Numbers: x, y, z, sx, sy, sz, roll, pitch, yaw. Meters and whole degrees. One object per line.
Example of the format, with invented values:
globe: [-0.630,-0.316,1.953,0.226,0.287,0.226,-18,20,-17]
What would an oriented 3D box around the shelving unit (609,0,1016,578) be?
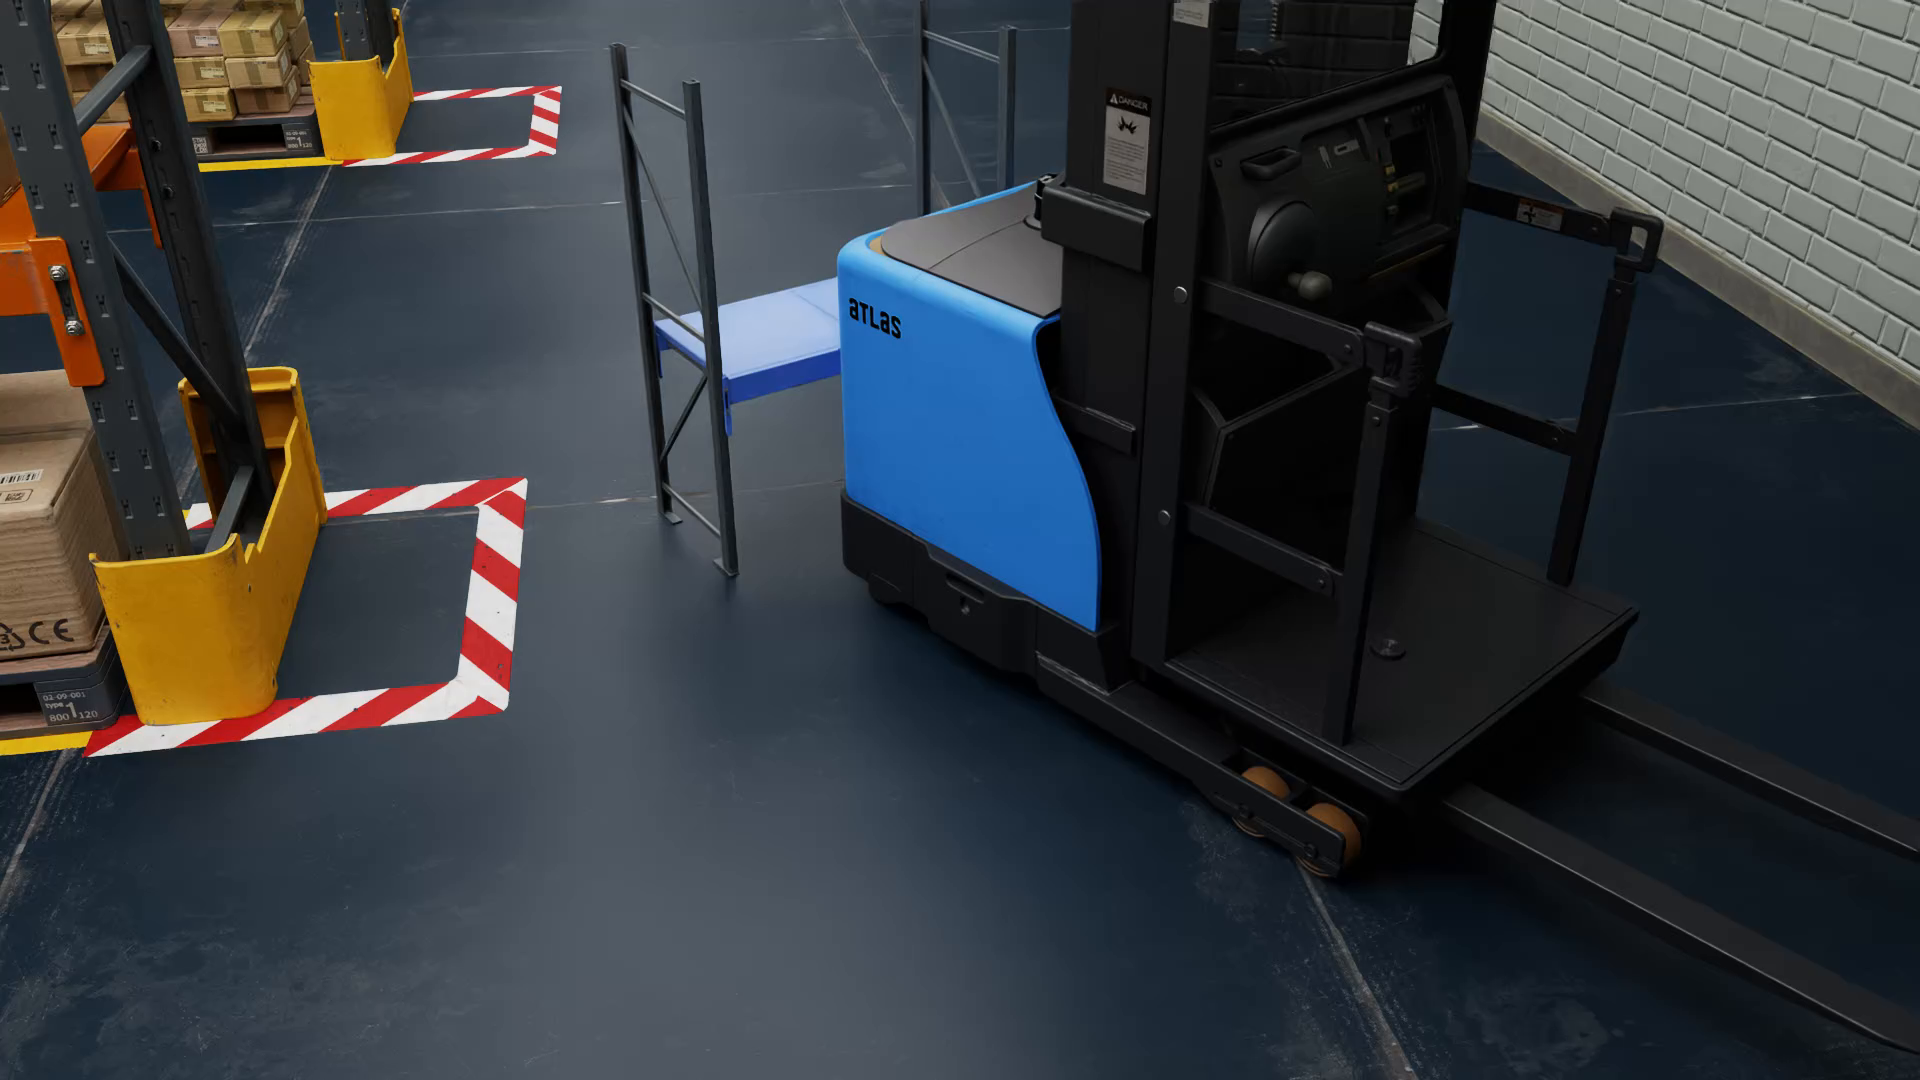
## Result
shelving unit: [-0.409,-0.787,5.109,1.048,1.500,0.538,-19,36,-29]

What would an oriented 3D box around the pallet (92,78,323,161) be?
pallet: [-4.018,-2.291,8.938,1.213,0.211,1.003,-5,31,-9]

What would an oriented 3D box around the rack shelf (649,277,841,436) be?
rack shelf: [-0.409,-0.632,5.200,1.000,0.185,0.538,-19,36,-29]

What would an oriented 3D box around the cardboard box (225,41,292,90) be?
cardboard box: [-3.606,-2.447,8.556,0.250,0.149,0.380,-6,31,-10]

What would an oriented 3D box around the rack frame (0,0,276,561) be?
rack frame: [-2.147,-1.098,4.158,0.127,3.000,1.000,-5,31,-9]

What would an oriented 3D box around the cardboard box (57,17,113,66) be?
cardboard box: [-4.369,-2.517,8.383,0.250,0.149,0.380,-7,31,-11]

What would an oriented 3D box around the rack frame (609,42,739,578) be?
rack frame: [-0.828,-0.641,4.860,0.032,1.500,0.500,-19,36,-29]

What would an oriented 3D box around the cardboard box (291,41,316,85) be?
cardboard box: [-3.711,-2.621,9.146,0.250,0.149,0.380,-5,31,-8]

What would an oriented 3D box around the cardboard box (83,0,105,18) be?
cardboard box: [-4.464,-2.779,8.828,0.250,0.149,0.380,-7,31,-11]

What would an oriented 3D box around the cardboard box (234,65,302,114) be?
cardboard box: [-3.618,-2.357,8.697,0.250,0.149,0.380,-5,31,-8]

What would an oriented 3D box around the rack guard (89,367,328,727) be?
rack guard: [-2.123,-0.023,4.795,0.348,0.500,1.175,-5,31,-9]

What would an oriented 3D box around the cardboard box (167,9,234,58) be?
cardboard box: [-3.871,-2.596,8.518,0.250,0.149,0.380,-5,31,-8]

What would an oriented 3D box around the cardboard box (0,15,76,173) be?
cardboard box: [-2.671,-1.240,4.302,0.500,0.500,0.500,-6,31,-9]

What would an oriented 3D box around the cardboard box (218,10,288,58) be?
cardboard box: [-3.613,-2.591,8.508,0.250,0.149,0.380,-5,31,-8]

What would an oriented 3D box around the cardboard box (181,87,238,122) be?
cardboard box: [-3.853,-2.283,8.571,0.250,0.149,0.380,-4,31,-7]

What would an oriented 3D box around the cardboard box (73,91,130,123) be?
cardboard box: [-4.369,-2.273,8.554,0.250,0.149,0.380,-5,31,-8]

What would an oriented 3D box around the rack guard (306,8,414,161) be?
rack guard: [-3.213,-2.472,8.961,0.348,0.500,1.175,-5,31,-9]

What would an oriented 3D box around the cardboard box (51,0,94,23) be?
cardboard box: [-4.739,-2.758,8.793,0.250,0.149,0.380,-4,31,-7]

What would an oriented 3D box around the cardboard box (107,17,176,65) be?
cardboard box: [-4.102,-2.509,8.370,0.250,0.149,0.380,-6,31,-10]

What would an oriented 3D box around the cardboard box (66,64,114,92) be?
cardboard box: [-4.399,-2.425,8.520,0.250,0.149,0.380,-6,31,-10]

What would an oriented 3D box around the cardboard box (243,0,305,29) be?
cardboard box: [-3.715,-2.887,9.012,0.250,0.149,0.380,-7,31,-11]

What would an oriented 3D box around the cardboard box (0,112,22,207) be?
cardboard box: [-2.574,-0.965,3.833,0.500,0.500,0.500,-5,31,-9]

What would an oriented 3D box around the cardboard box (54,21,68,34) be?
cardboard box: [-4.623,-2.465,8.294,0.250,0.149,0.380,-4,31,-7]

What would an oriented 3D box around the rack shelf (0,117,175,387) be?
rack shelf: [-4.114,-0.605,4.030,4.000,0.370,1.077,-5,31,-9]

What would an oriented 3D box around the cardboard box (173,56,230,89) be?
cardboard box: [-3.873,-2.450,8.562,0.250,0.149,0.380,-6,31,-10]

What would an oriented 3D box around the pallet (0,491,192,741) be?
pallet: [-2.919,0.216,4.674,1.213,0.211,1.003,-5,31,-9]

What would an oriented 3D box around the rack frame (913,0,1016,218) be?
rack frame: [0.009,-0.933,5.357,0.032,1.500,0.500,-19,36,-29]

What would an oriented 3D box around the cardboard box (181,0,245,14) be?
cardboard box: [-3.964,-2.802,8.867,0.250,0.149,0.380,-5,31,-8]

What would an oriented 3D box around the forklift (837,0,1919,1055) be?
forklift: [1.027,-0.770,3.668,1.130,2.935,3.031,-26,39,-36]

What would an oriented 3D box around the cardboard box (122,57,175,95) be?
cardboard box: [-4.117,-2.398,8.474,0.250,0.149,0.380,-7,31,-11]

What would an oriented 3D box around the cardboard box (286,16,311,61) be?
cardboard box: [-3.700,-2.717,9.017,0.250,0.149,0.380,-4,31,-7]

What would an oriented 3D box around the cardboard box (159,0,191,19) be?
cardboard box: [-4.235,-2.843,8.936,0.250,0.149,0.380,-5,31,-9]

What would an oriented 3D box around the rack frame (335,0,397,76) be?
rack frame: [-3.138,-3.557,8.340,0.127,3.000,1.000,-5,31,-9]

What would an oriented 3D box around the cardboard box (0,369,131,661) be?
cardboard box: [-2.778,-0.064,4.514,0.875,0.438,0.875,-6,31,-11]
